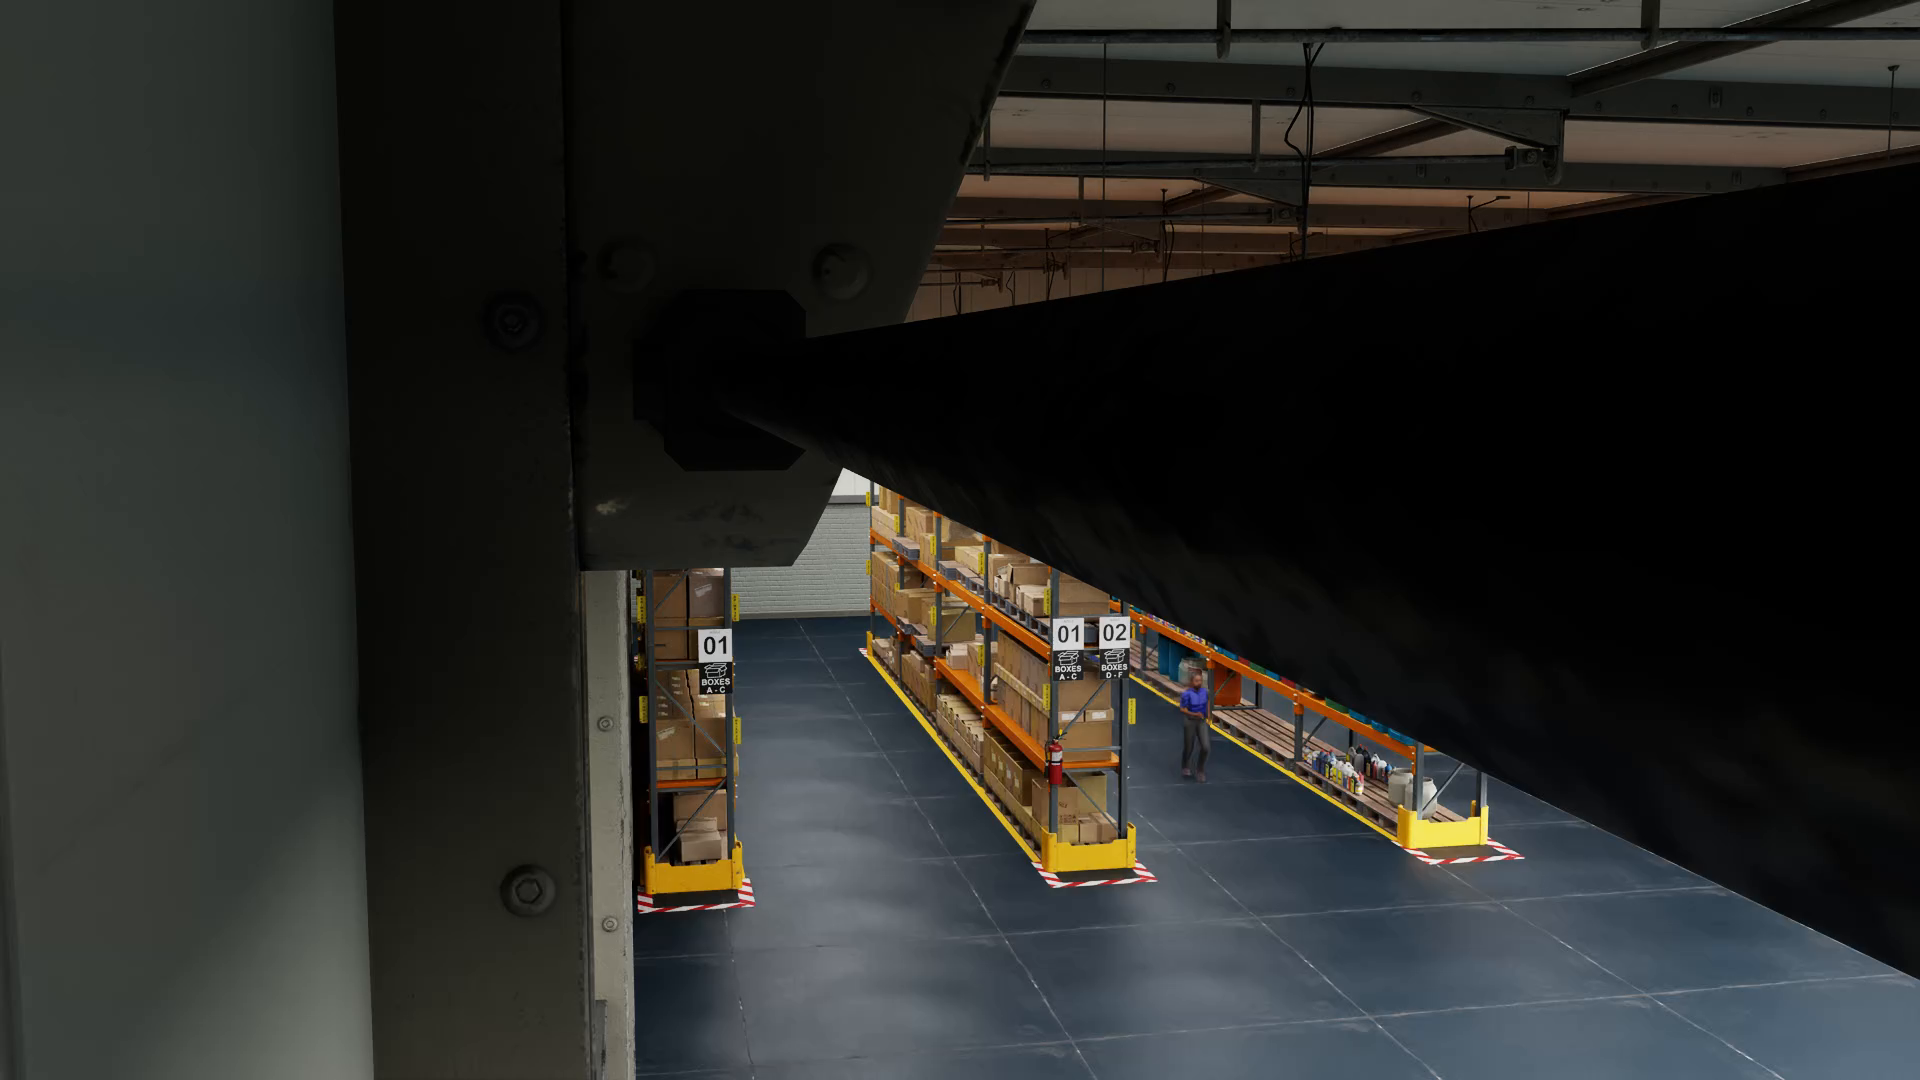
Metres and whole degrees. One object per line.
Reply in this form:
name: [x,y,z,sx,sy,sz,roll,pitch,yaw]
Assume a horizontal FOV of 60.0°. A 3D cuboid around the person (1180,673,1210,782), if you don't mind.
person: [3.614,2.878,25.429,0.584,1.701,0.718,-2,6,-16]
